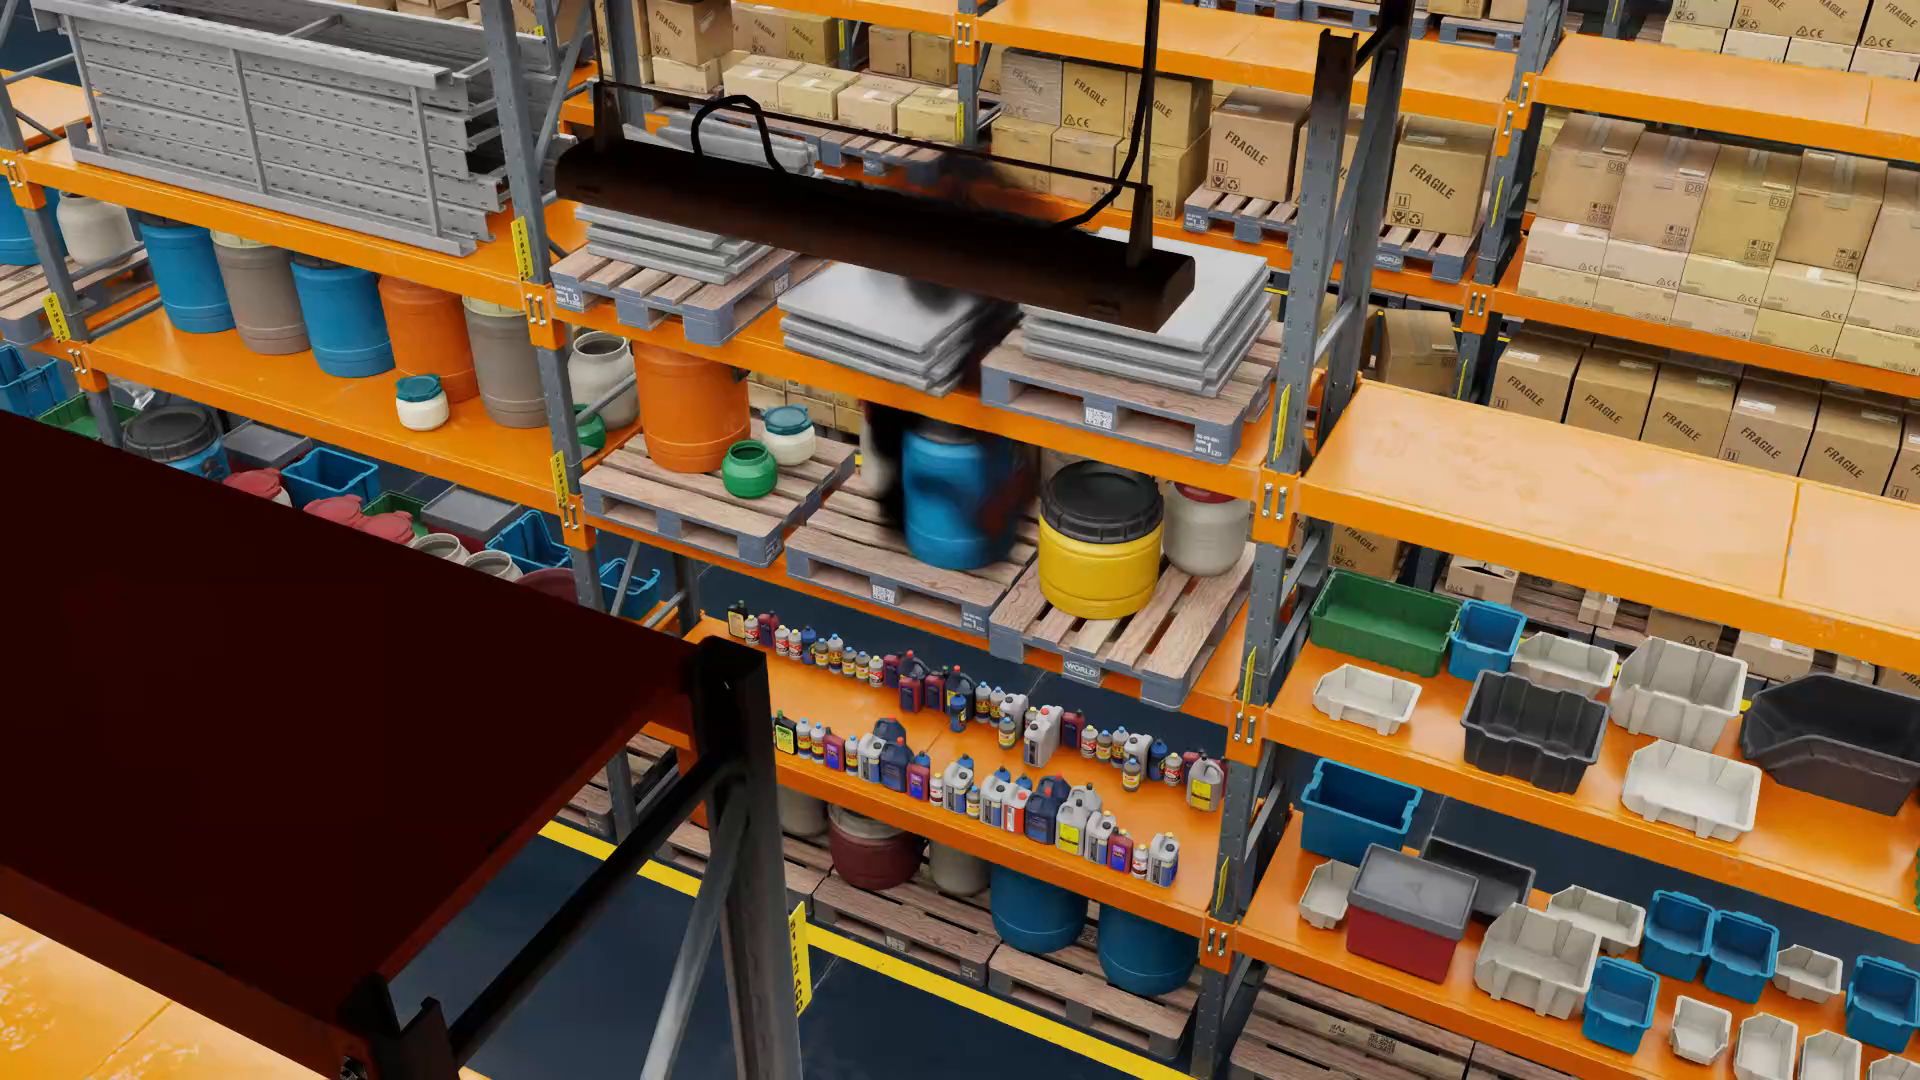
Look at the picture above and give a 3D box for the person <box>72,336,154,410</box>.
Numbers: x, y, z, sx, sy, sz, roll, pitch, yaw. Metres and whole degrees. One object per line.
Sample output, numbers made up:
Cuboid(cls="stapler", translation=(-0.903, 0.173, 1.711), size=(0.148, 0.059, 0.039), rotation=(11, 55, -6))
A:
Cuboid(cls="person", translation=(-7.904, -1.818, 15.057), size=(0.827, 1.562, 0.548), rotation=(-13, 37, -18))
